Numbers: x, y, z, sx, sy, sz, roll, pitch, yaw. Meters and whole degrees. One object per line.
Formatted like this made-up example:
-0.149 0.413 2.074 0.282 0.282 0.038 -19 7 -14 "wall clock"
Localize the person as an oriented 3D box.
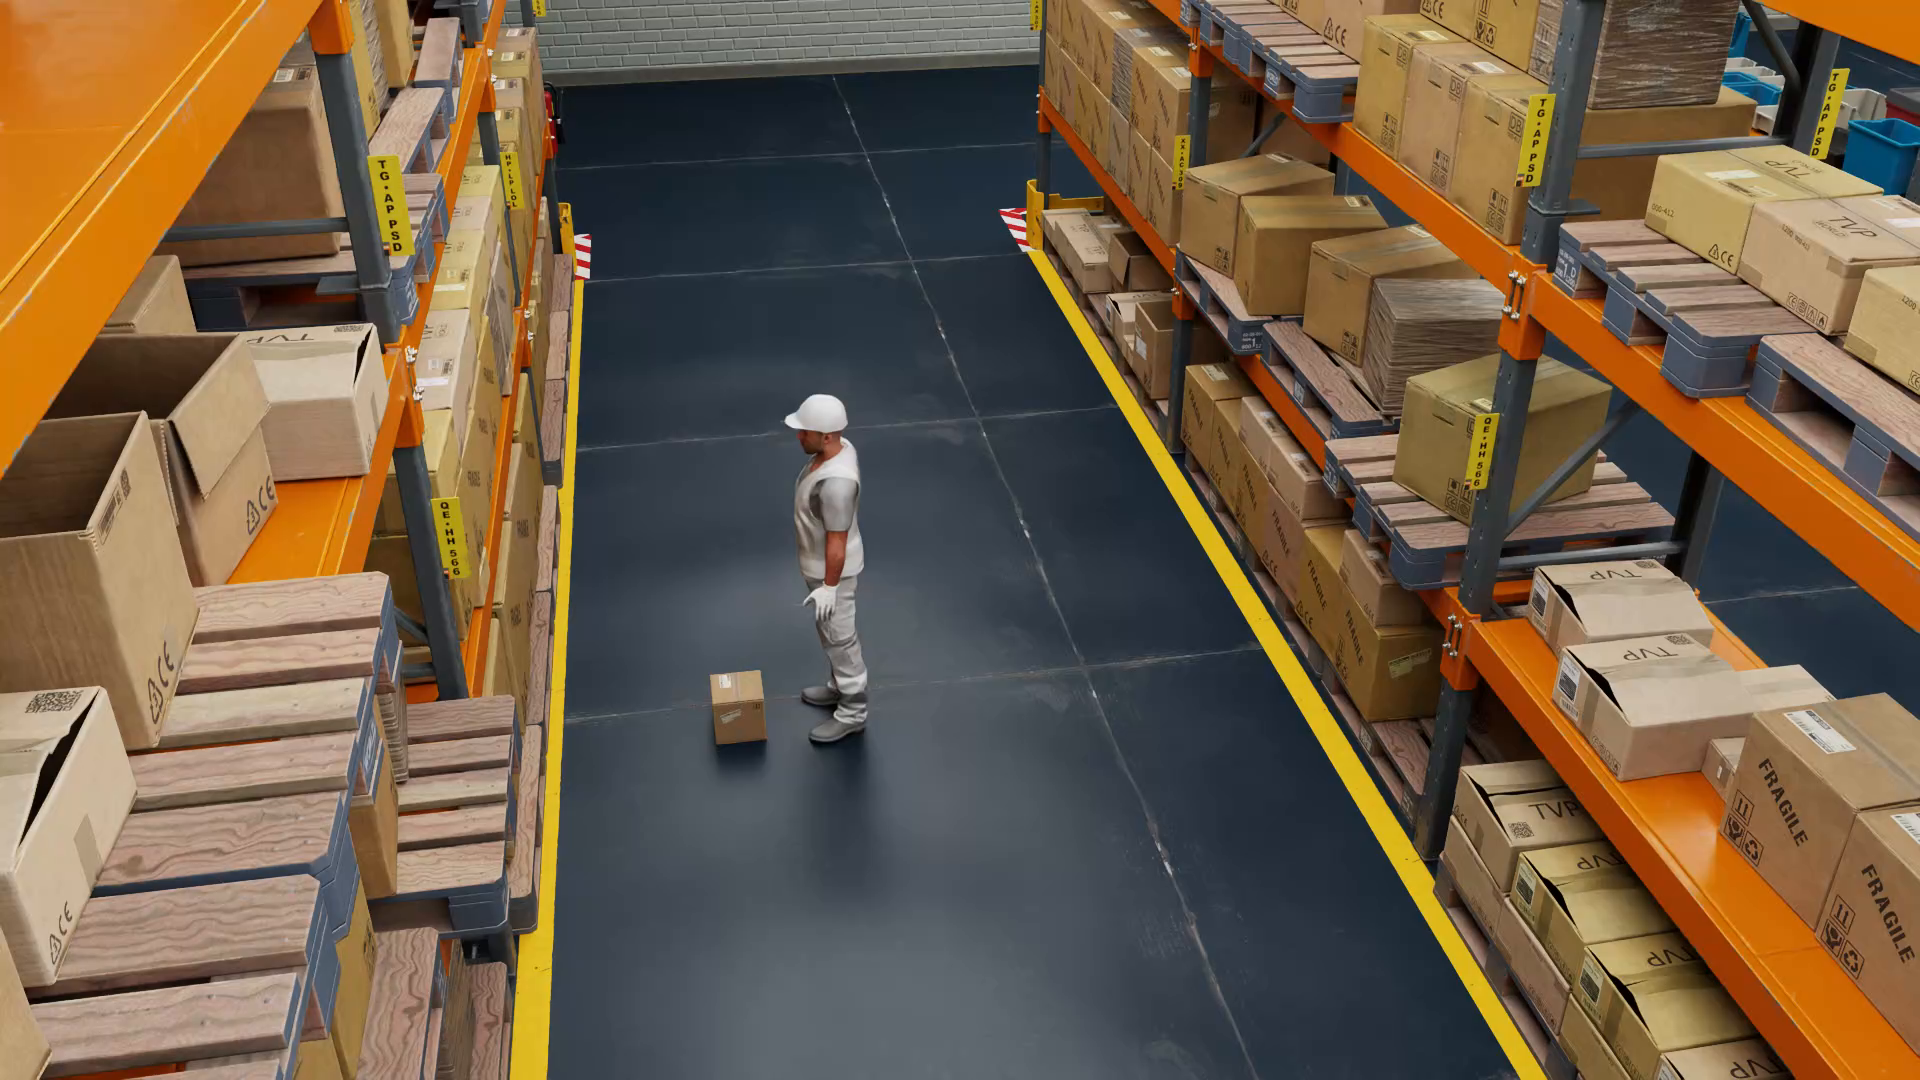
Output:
-0.622 0.130 7.890 0.337 1.790 0.536 -4 31 -7 "person"
